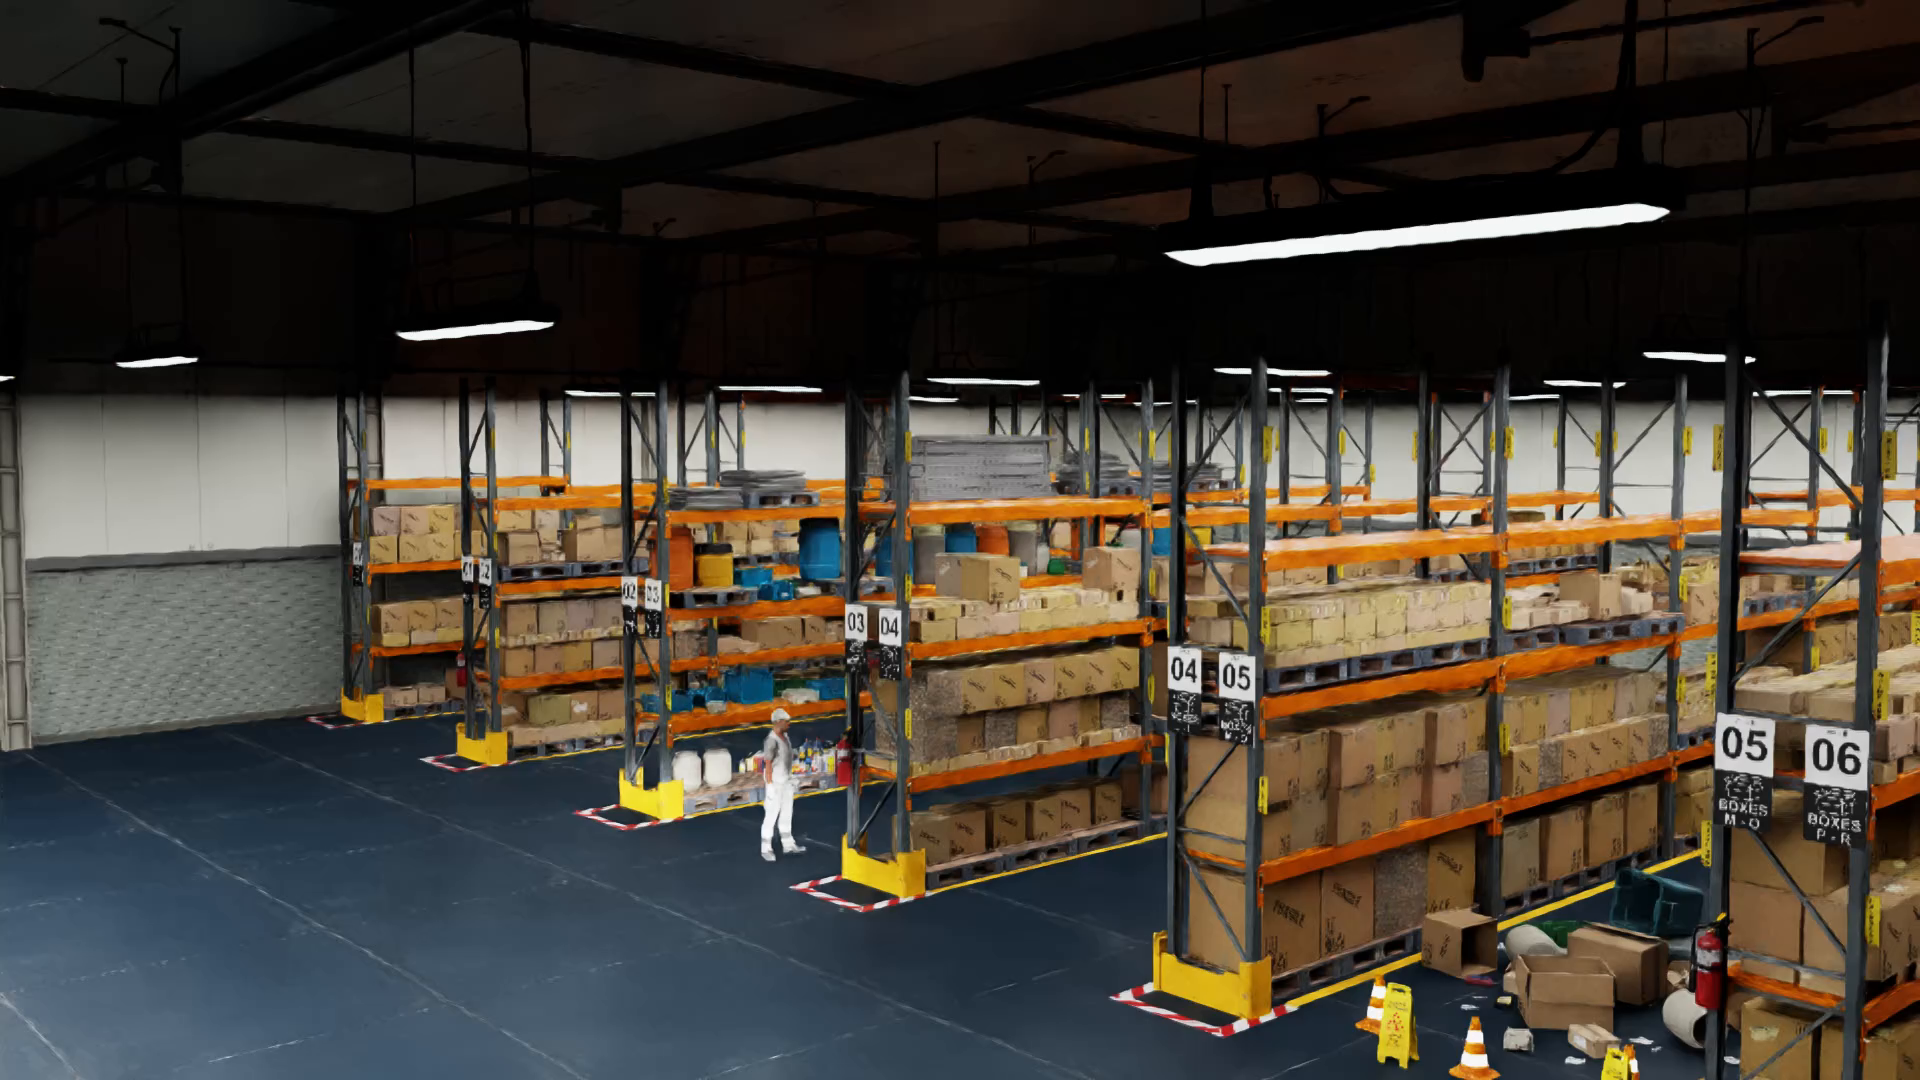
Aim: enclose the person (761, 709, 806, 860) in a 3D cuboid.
[{"bbox_3d":[-2.146,2.929,20.113,0.468,1.794,0.625,1,4,19],"label":"person"}]
